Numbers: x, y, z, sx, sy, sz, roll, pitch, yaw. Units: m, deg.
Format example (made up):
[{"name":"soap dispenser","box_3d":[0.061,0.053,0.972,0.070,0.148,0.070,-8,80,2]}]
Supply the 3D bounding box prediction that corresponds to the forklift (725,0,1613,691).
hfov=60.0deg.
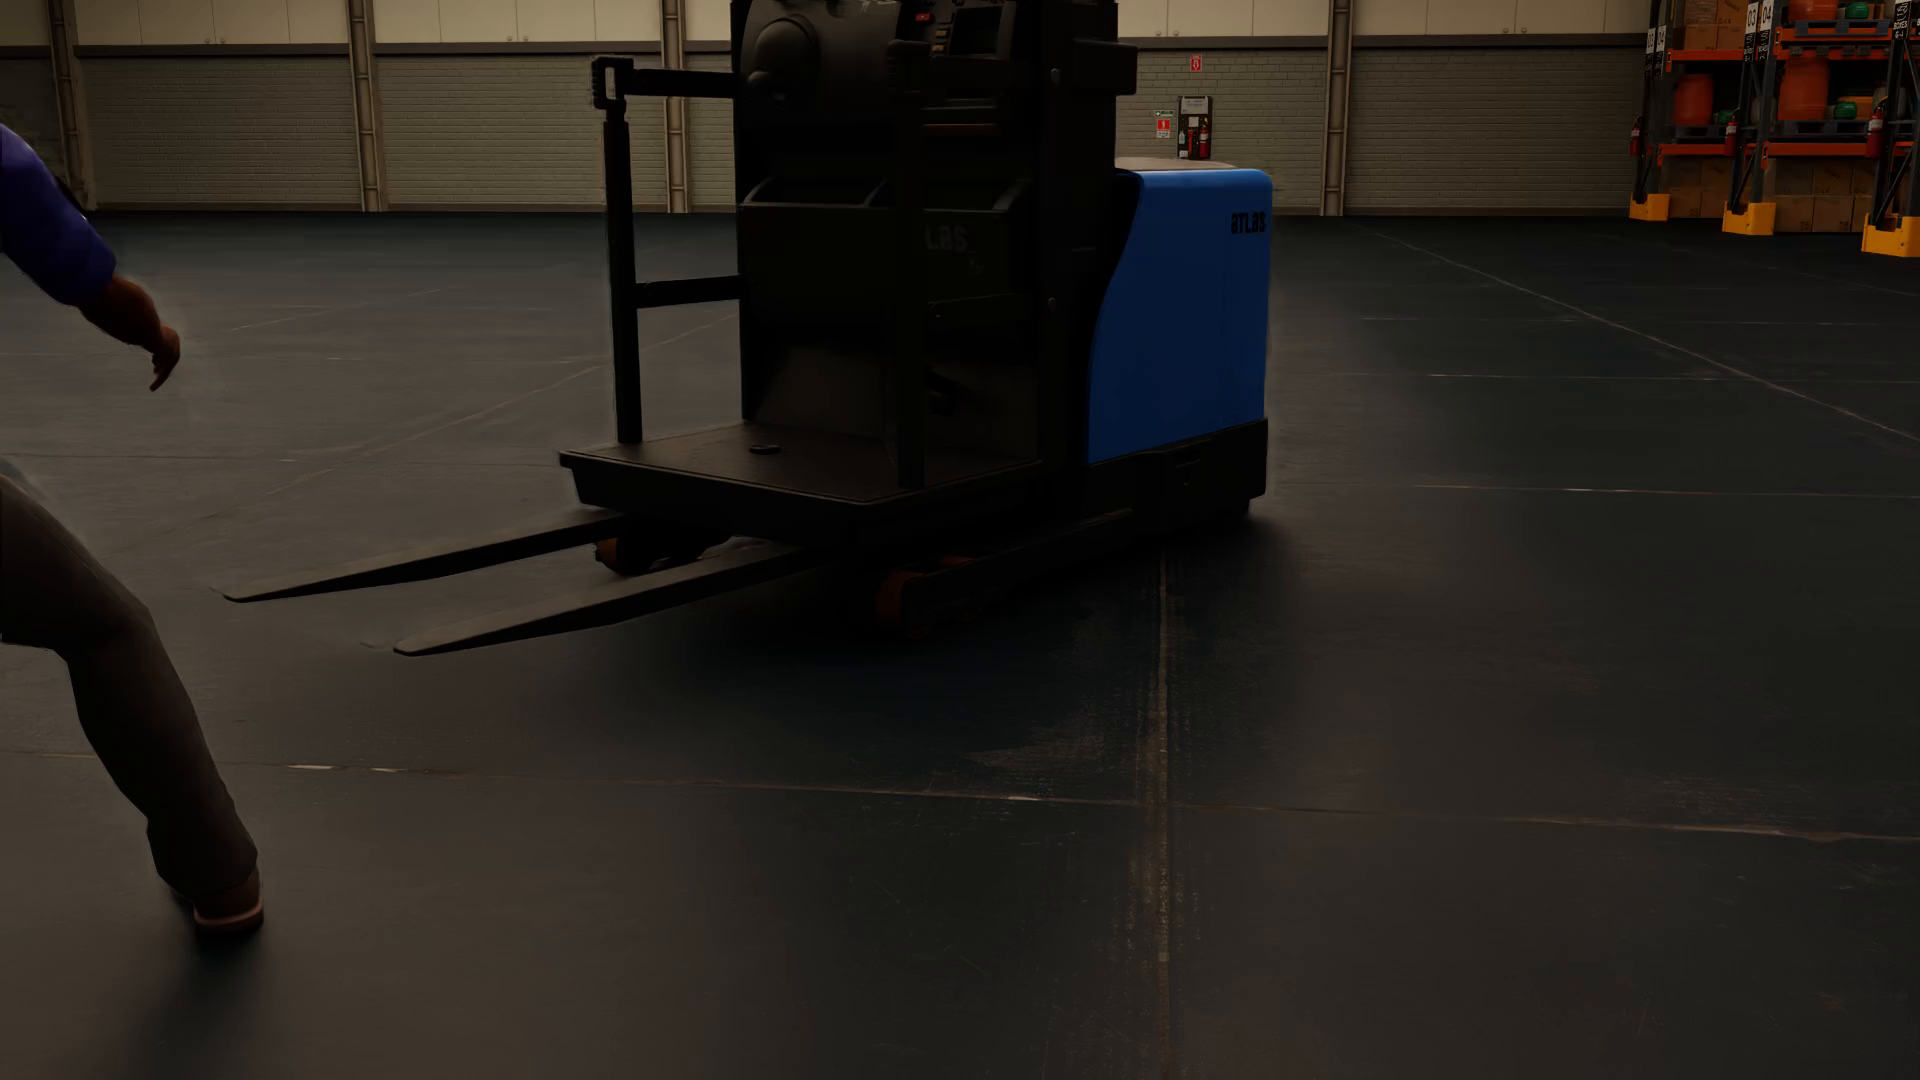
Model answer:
[{"name":"forklift","box_3d":[0.310,-1.299,4.067,1.130,2.935,3.031,-6,14,-24]}]
